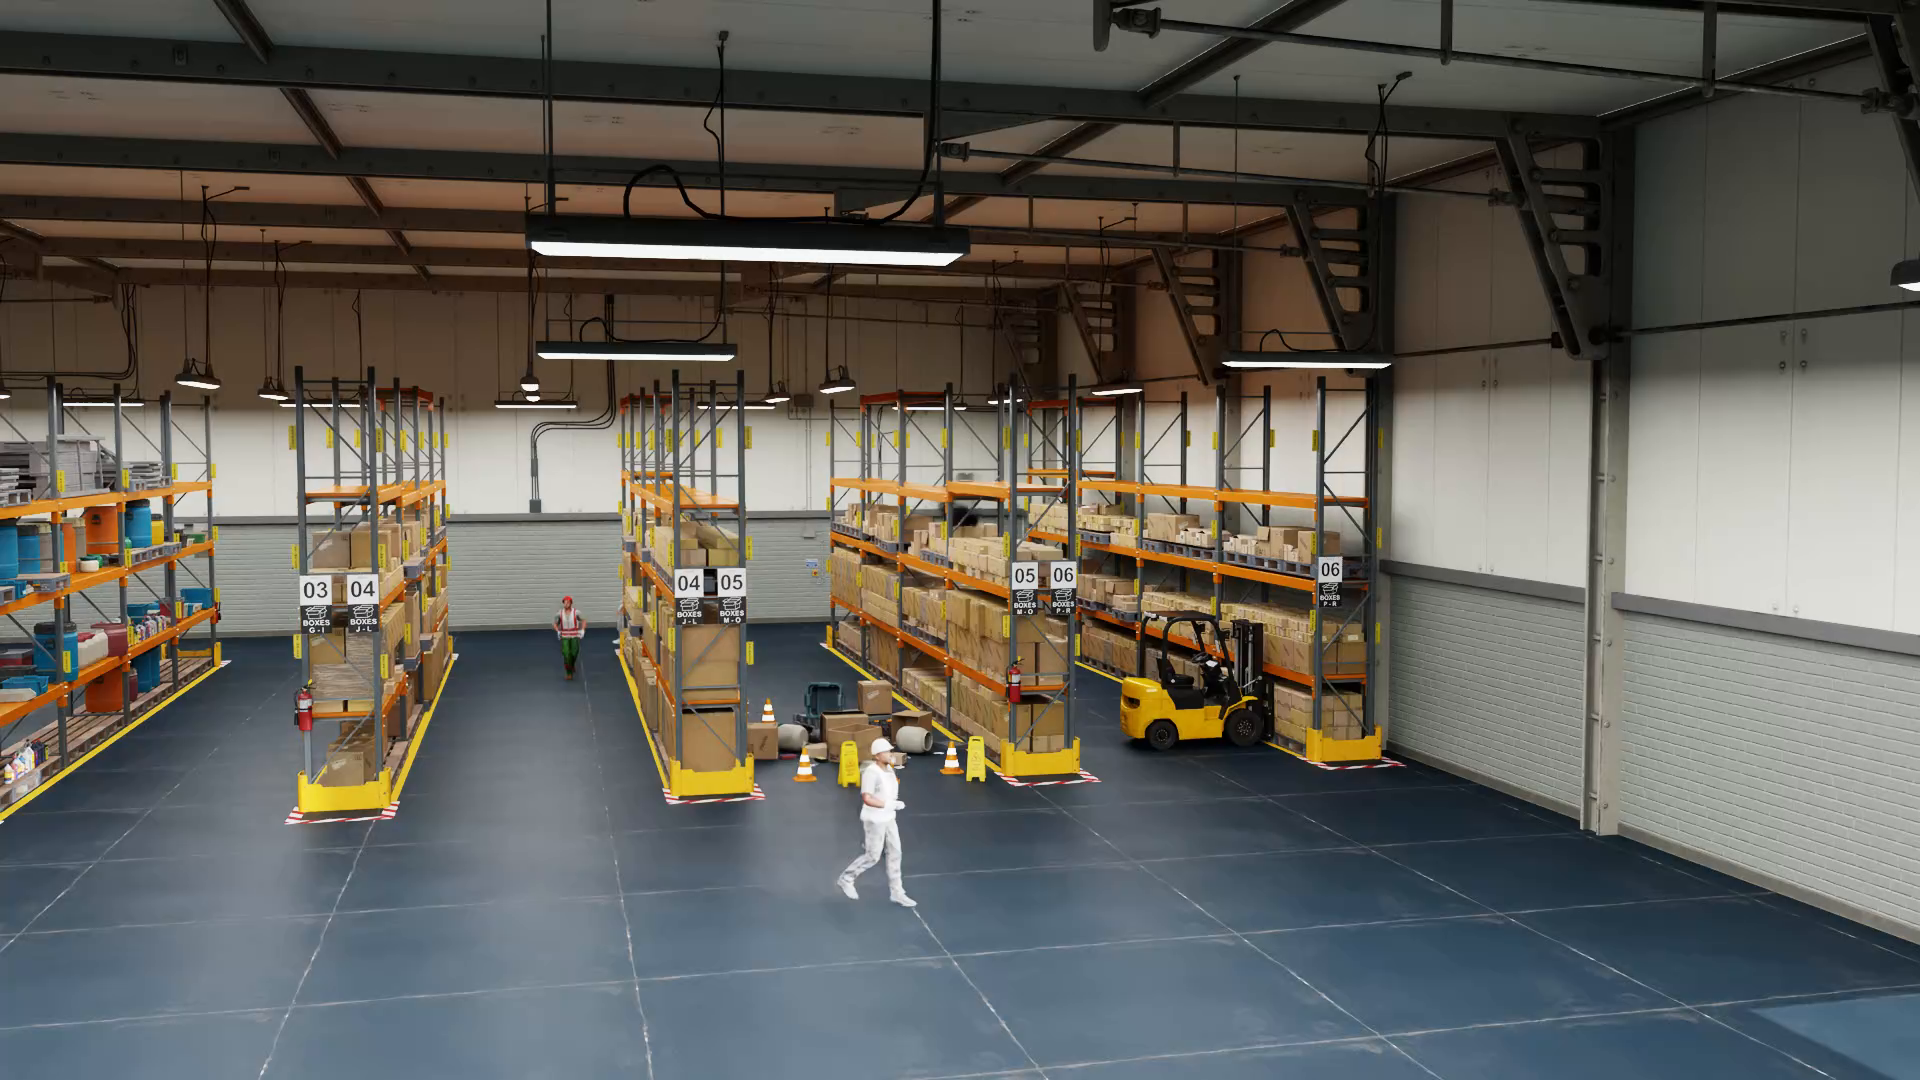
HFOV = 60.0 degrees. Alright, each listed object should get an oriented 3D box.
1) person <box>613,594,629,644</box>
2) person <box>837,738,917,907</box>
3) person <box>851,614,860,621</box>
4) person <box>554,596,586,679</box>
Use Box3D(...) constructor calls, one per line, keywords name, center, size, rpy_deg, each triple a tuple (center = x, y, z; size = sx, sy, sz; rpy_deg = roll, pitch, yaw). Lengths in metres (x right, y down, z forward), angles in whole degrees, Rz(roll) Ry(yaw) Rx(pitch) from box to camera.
Box3D(name="person", center=(-8.065, 1.775, 40.437), size=(0.947, 1.613, 0.769), rpy_deg=(0, 3, 2))
Box3D(name="person", center=(-0.890, 3.033, 17.938), size=(0.879, 1.801, 0.707), rpy_deg=(1, 4, 21))
Box3D(name="person", center=(-2.452, 1.706, 41.853), size=(0.524, 1.621, 0.848), rpy_deg=(1, 4, 21))
Box3D(name="person", center=(-8.194, 2.053, 34.883), size=(0.663, 1.745, 0.508), rpy_deg=(0, 3, -8))
